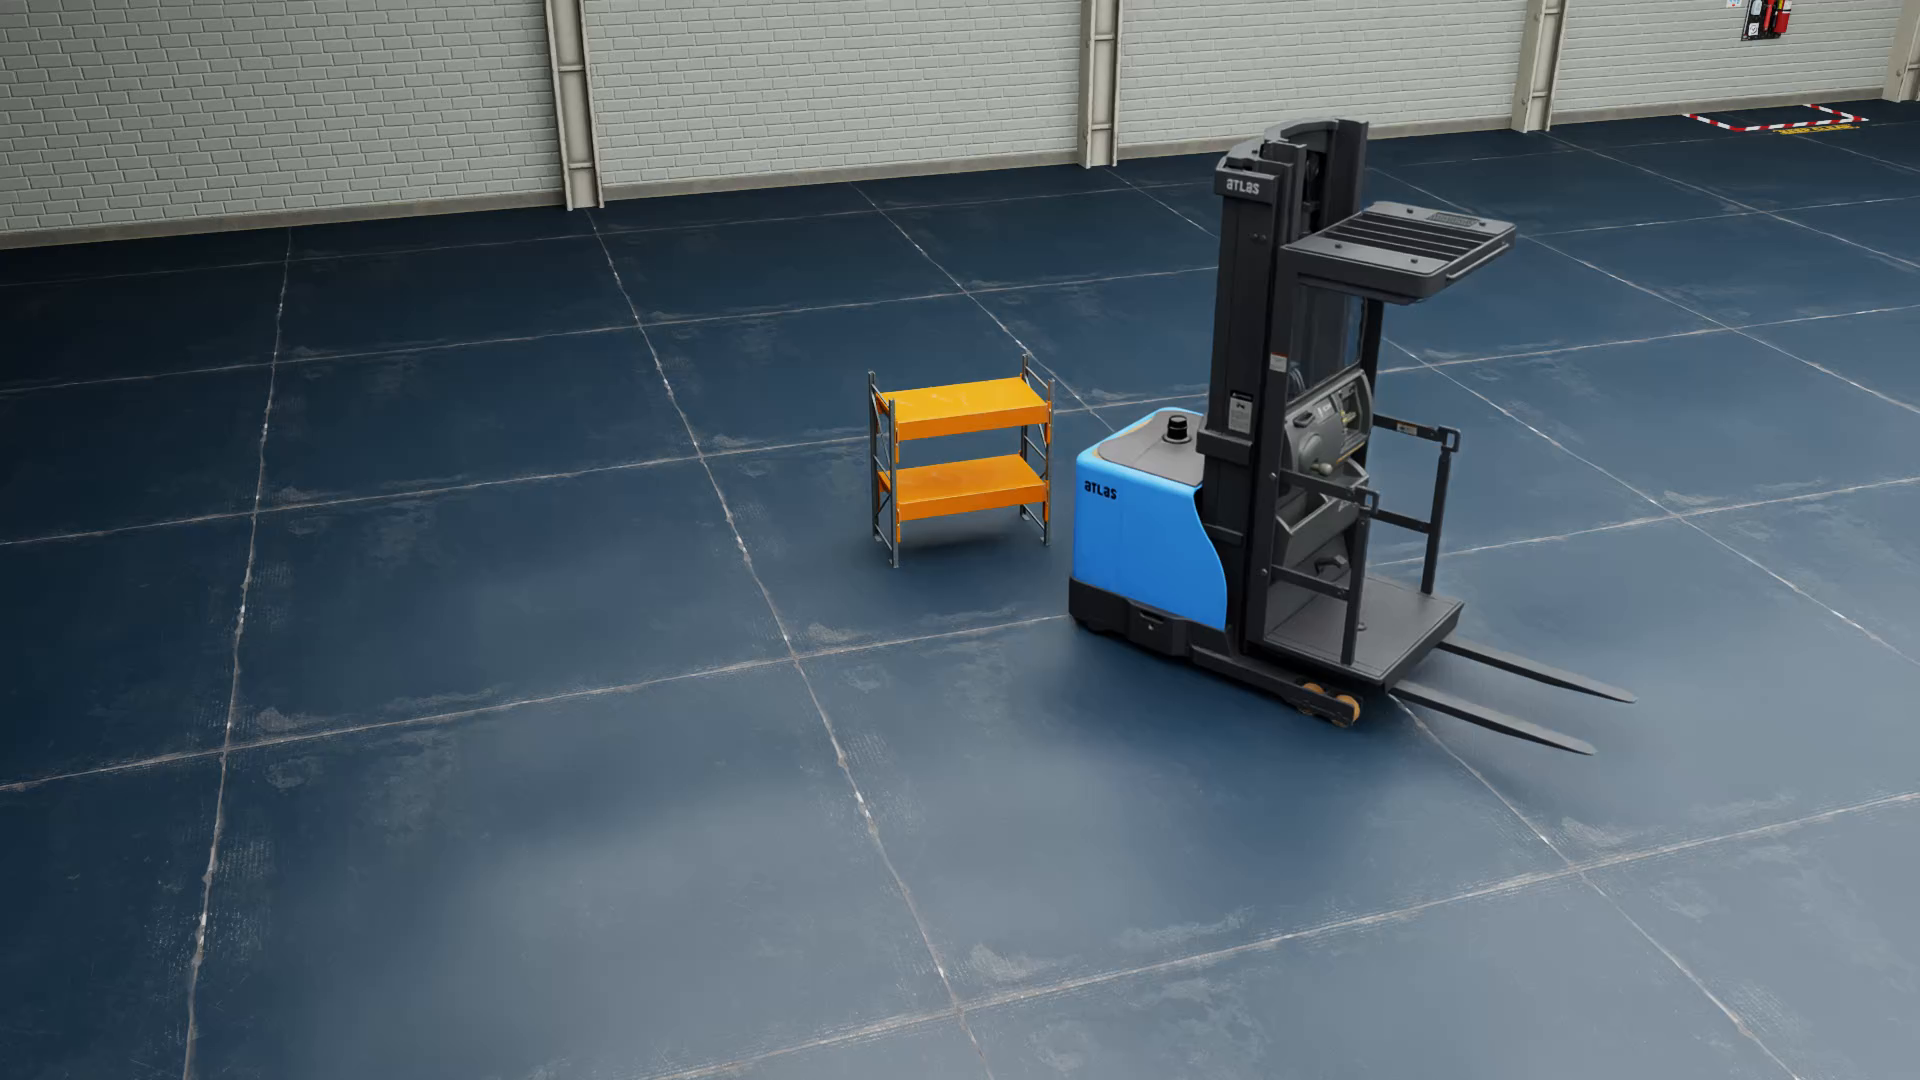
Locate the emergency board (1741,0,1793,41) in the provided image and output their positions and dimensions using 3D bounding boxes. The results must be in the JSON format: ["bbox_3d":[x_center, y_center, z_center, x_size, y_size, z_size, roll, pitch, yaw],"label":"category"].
[{"bbox_3d":[10.669,-7.133,21.745,0.643,1.169,0.194,-8,28,-16],"label":"emergency board"}]

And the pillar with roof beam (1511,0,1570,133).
[{"bbox_3d":[8.659,-7.498,15.734,0.400,9.000,9.100,-8,28,-16],"label":"pillar with roof beam"}]

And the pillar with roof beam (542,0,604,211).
[{"bbox_3d":[-2.751,-5.846,12.405,0.400,9.000,9.100,-8,28,-16],"label":"pillar with roof beam"}]

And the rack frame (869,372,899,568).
[{"bbox_3d":[-0.477,-0.435,10.361,0.032,1.125,0.500,-8,28,-16],"label":"rack frame"}]

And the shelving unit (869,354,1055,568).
[{"bbox_3d":[0.006,-0.505,10.502,1.048,1.125,0.538,-8,28,-16],"label":"shelving unit"}]

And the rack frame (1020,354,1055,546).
[{"bbox_3d":[0.490,-0.575,10.643,0.032,1.125,0.500,-8,28,-16],"label":"rack frame"}]

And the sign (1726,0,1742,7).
[{"bbox_3d":[10.112,-7.117,21.672,0.234,0.329,0.001,-8,28,-16],"label":"sign"}]

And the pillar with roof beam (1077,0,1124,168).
[{"bbox_3d":[2.954,-6.672,14.069,0.400,9.000,9.100,-8,28,-16],"label":"pillar with roof beam"}]

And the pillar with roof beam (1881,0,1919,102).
[{"bbox_3d":[14.364,-8.324,17.398,0.400,9.000,9.100,-8,28,-16],"label":"pillar with roof beam"}]

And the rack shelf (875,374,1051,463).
[{"bbox_3d":[0.006,-0.767,10.372,1.000,0.278,0.538,-8,28,-16],"label":"rack shelf"}]

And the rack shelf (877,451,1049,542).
[{"bbox_3d":[0.006,-0.286,10.610,1.000,0.278,0.538,-8,28,-16],"label":"rack shelf"}]

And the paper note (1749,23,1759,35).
[{"bbox_3d":[10.480,-6.744,21.951,0.142,0.148,0.016,-8,28,-16],"label":"paper note"}]

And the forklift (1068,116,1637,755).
[{"bbox_3d":[2.108,-0.595,8.651,3.031,2.935,1.130,19,32,34],"label":"forklift"}]
